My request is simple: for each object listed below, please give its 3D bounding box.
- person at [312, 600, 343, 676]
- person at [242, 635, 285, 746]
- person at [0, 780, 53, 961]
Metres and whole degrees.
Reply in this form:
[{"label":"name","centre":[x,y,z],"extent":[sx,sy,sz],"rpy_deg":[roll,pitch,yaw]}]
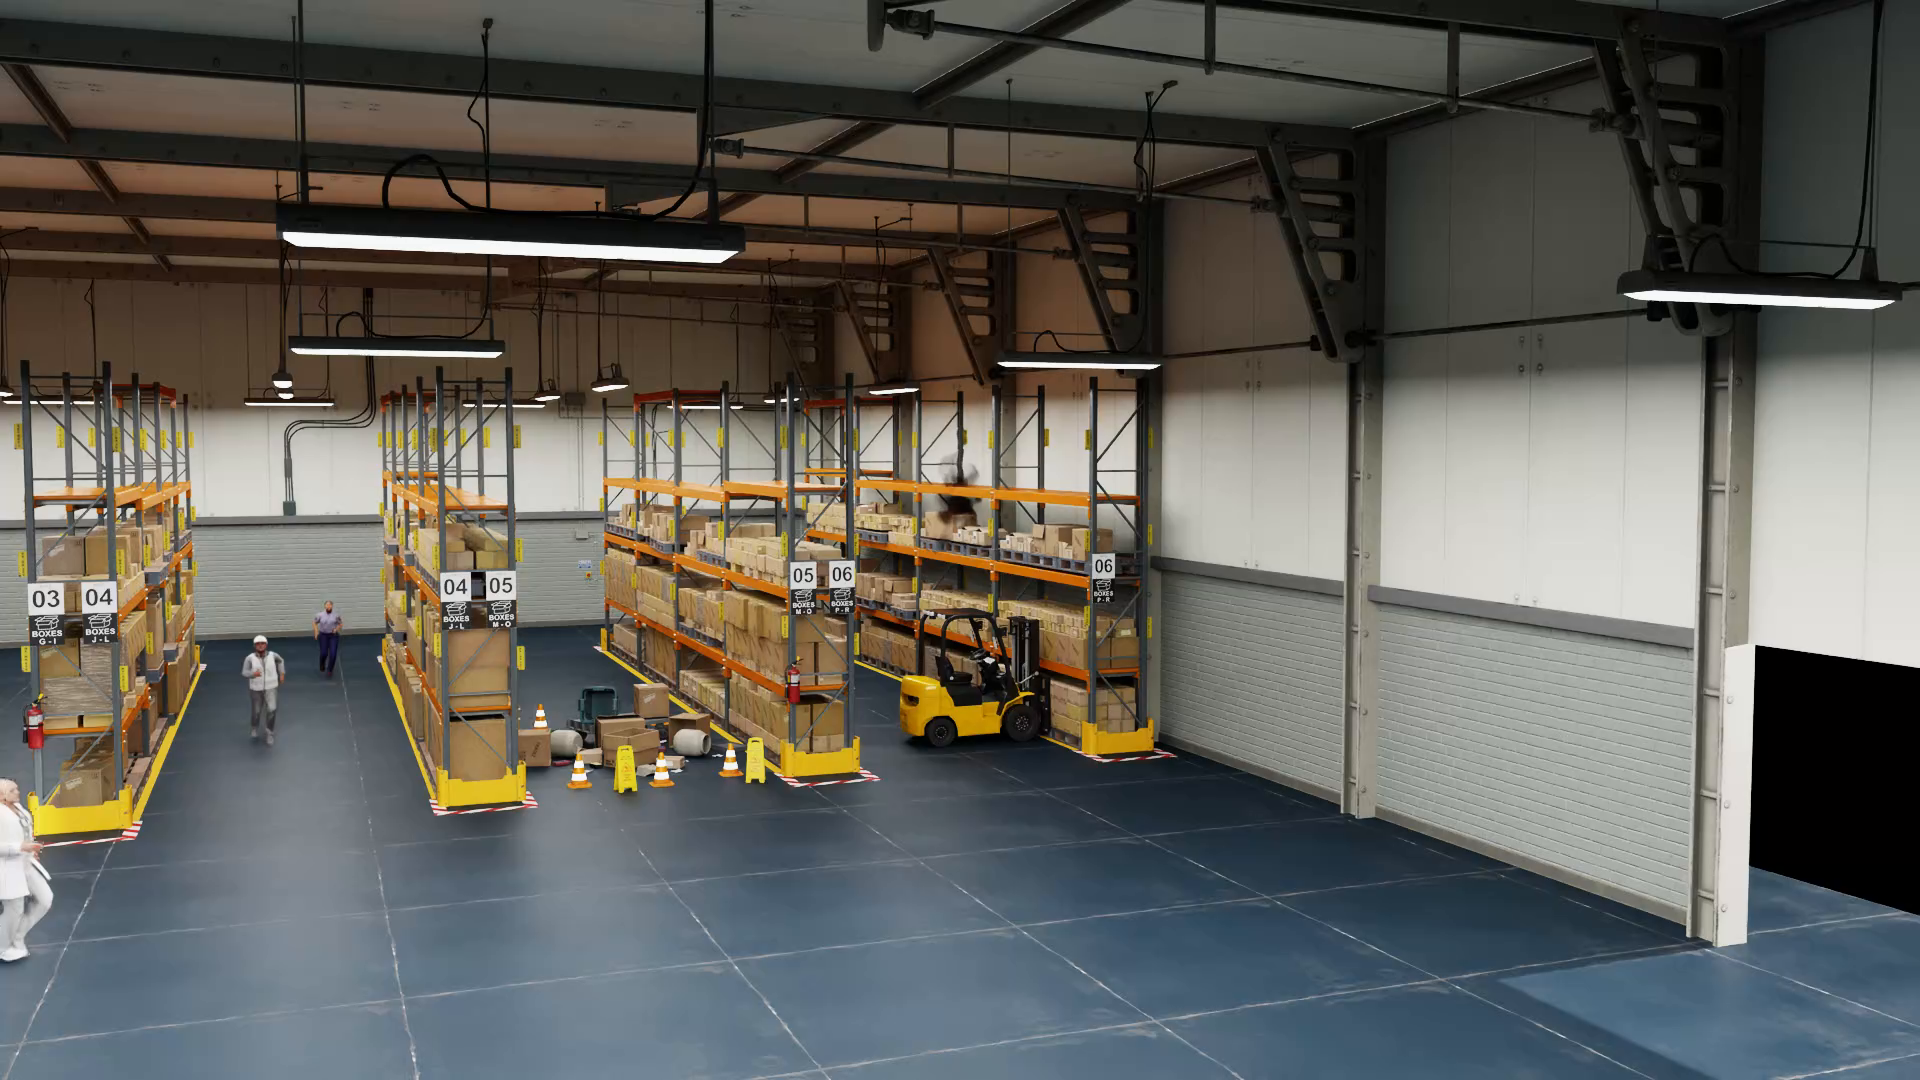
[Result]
[{"label":"person","centre":[-13.382,2.088,35.254],"extent":[0.603,1.610,0.546],"rpy_deg":[-2,4,-26]},{"label":"person","centre":[-11.502,2.469,27.464],"extent":[0.666,1.819,0.898],"rpy_deg":[-2,4,-26]},{"label":"person","centre":[-9.009,3.261,15.947],"extent":[0.663,1.563,0.695],"rpy_deg":[0,3,6]}]
